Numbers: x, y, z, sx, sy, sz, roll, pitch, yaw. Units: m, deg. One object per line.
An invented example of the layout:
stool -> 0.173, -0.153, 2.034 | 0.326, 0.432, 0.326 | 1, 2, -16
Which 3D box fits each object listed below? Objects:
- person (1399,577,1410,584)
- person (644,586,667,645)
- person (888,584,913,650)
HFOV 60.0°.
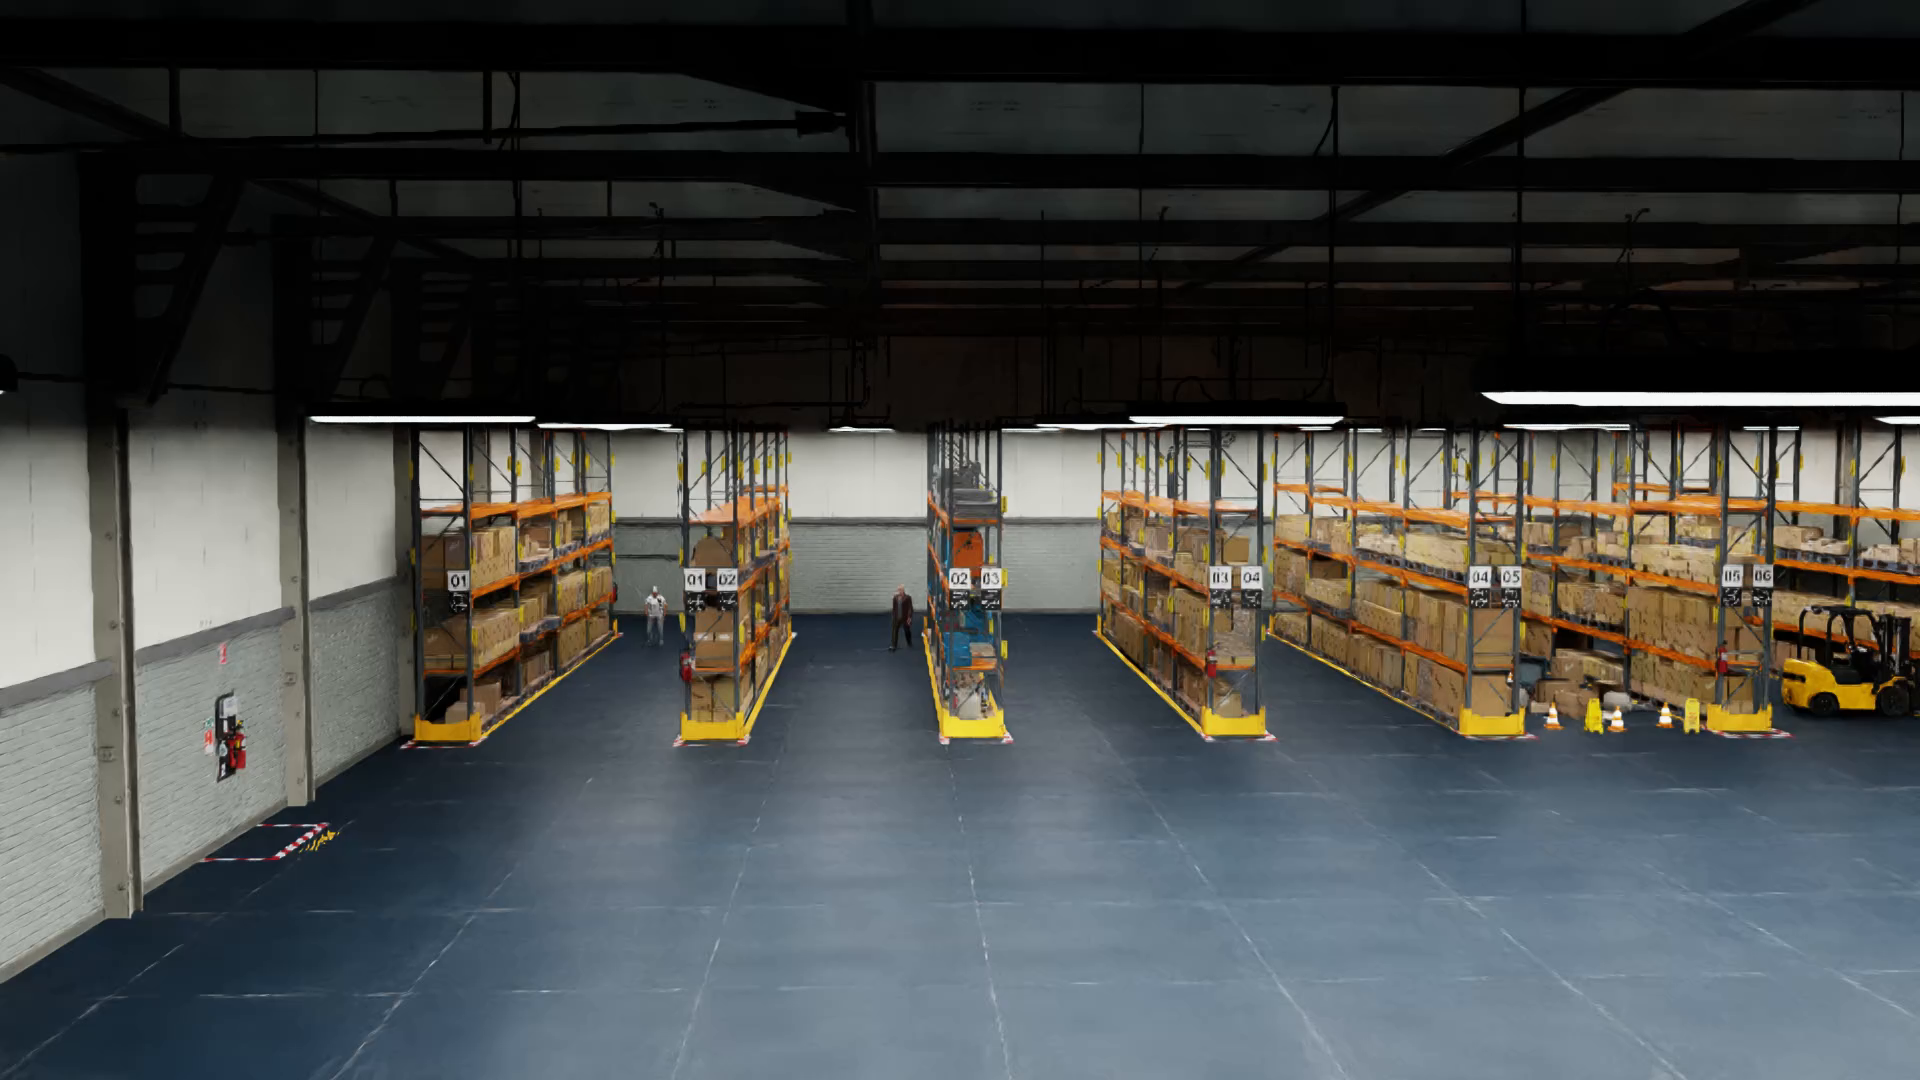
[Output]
person -> 12.736, 1.786, 47.669 | 0.521, 1.774, 0.641 | -1, 4, -16
person -> -8.235, 2.048, 44.980 | 0.625, 1.611, 0.575 | 0, 4, -4
person -> -1.521, 2.039, 44.013 | 0.595, 1.746, 1.020 | 1, 4, 17
